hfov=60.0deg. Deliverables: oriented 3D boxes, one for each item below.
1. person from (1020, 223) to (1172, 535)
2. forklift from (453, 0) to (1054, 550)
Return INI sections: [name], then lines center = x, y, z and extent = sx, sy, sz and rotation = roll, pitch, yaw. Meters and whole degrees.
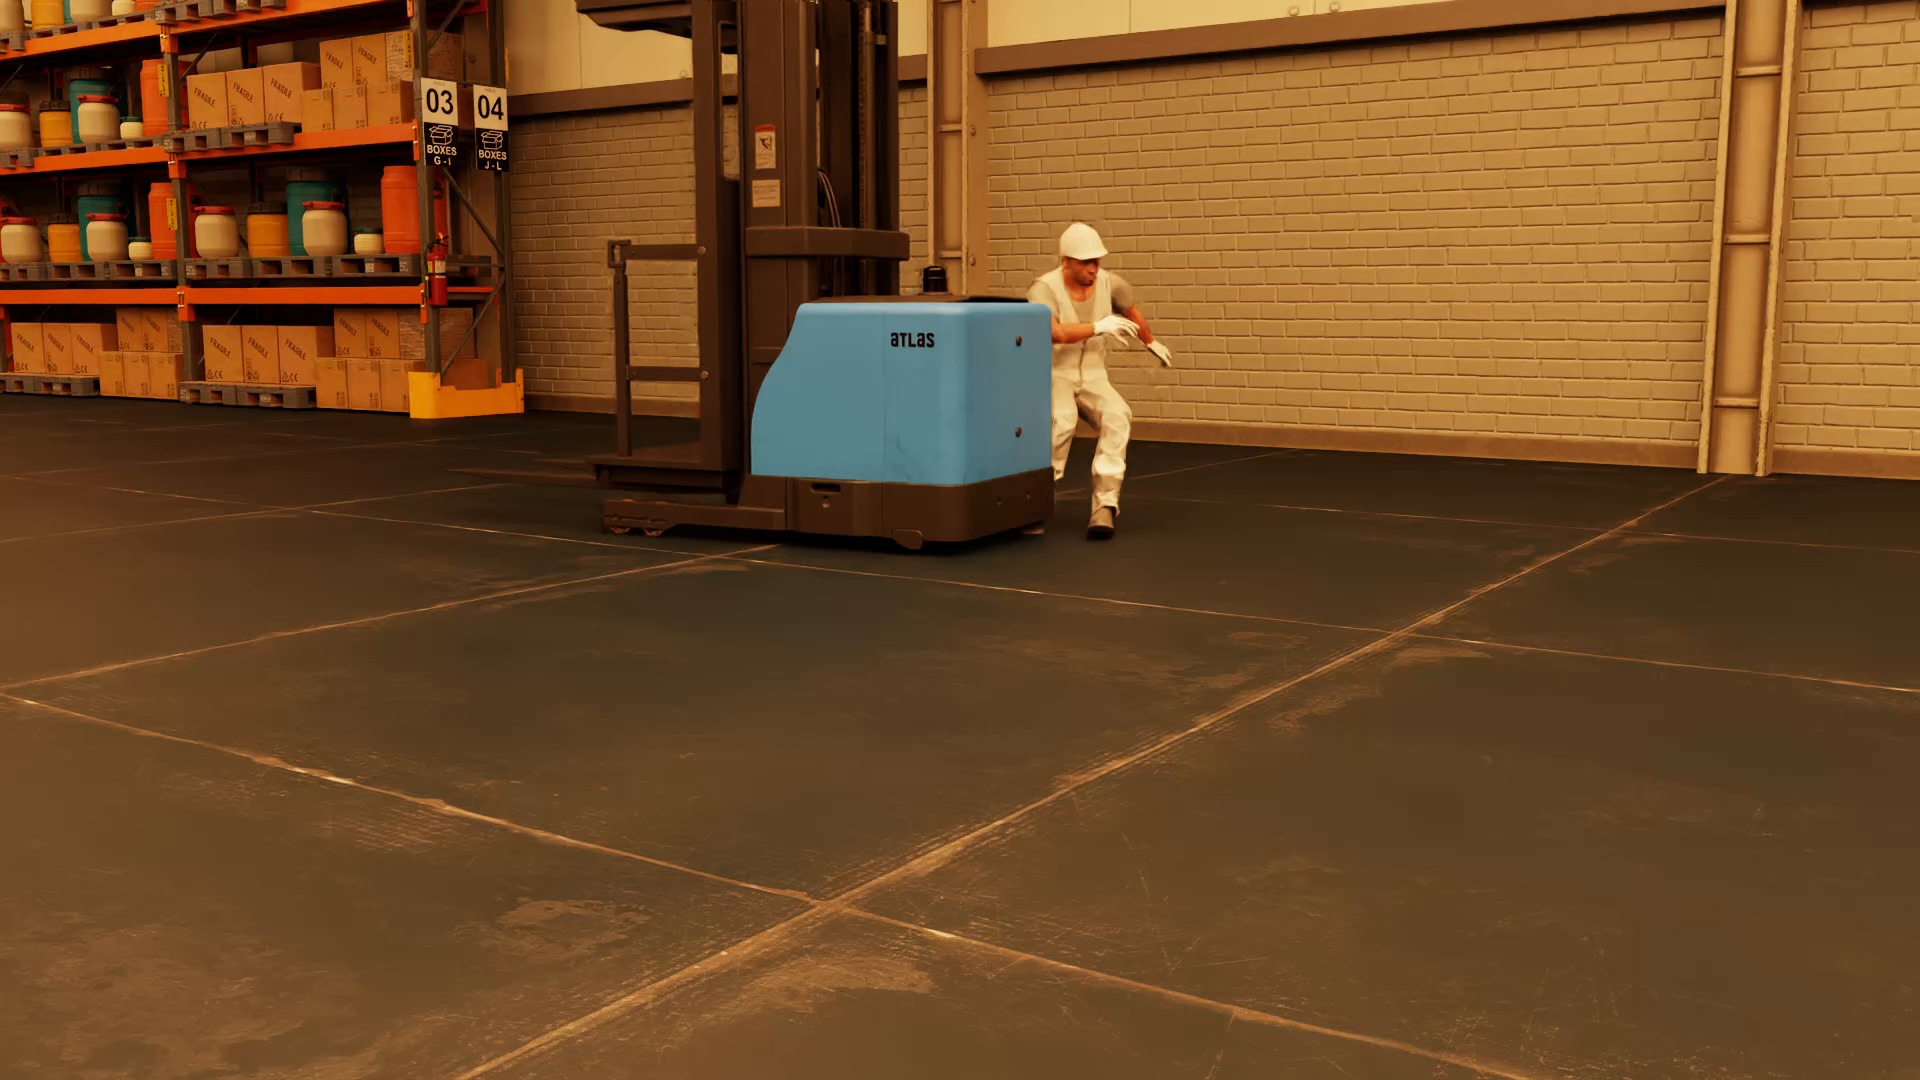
[person]
center = 0.743, -0.773, 8.041
extent = 1.084, 1.497, 0.964
rotation = -3, 9, -21
[forklift]
center = -1.105, -1.529, 7.946
extent = 3.031, 2.935, 1.130
rotation = 4, 9, 27
